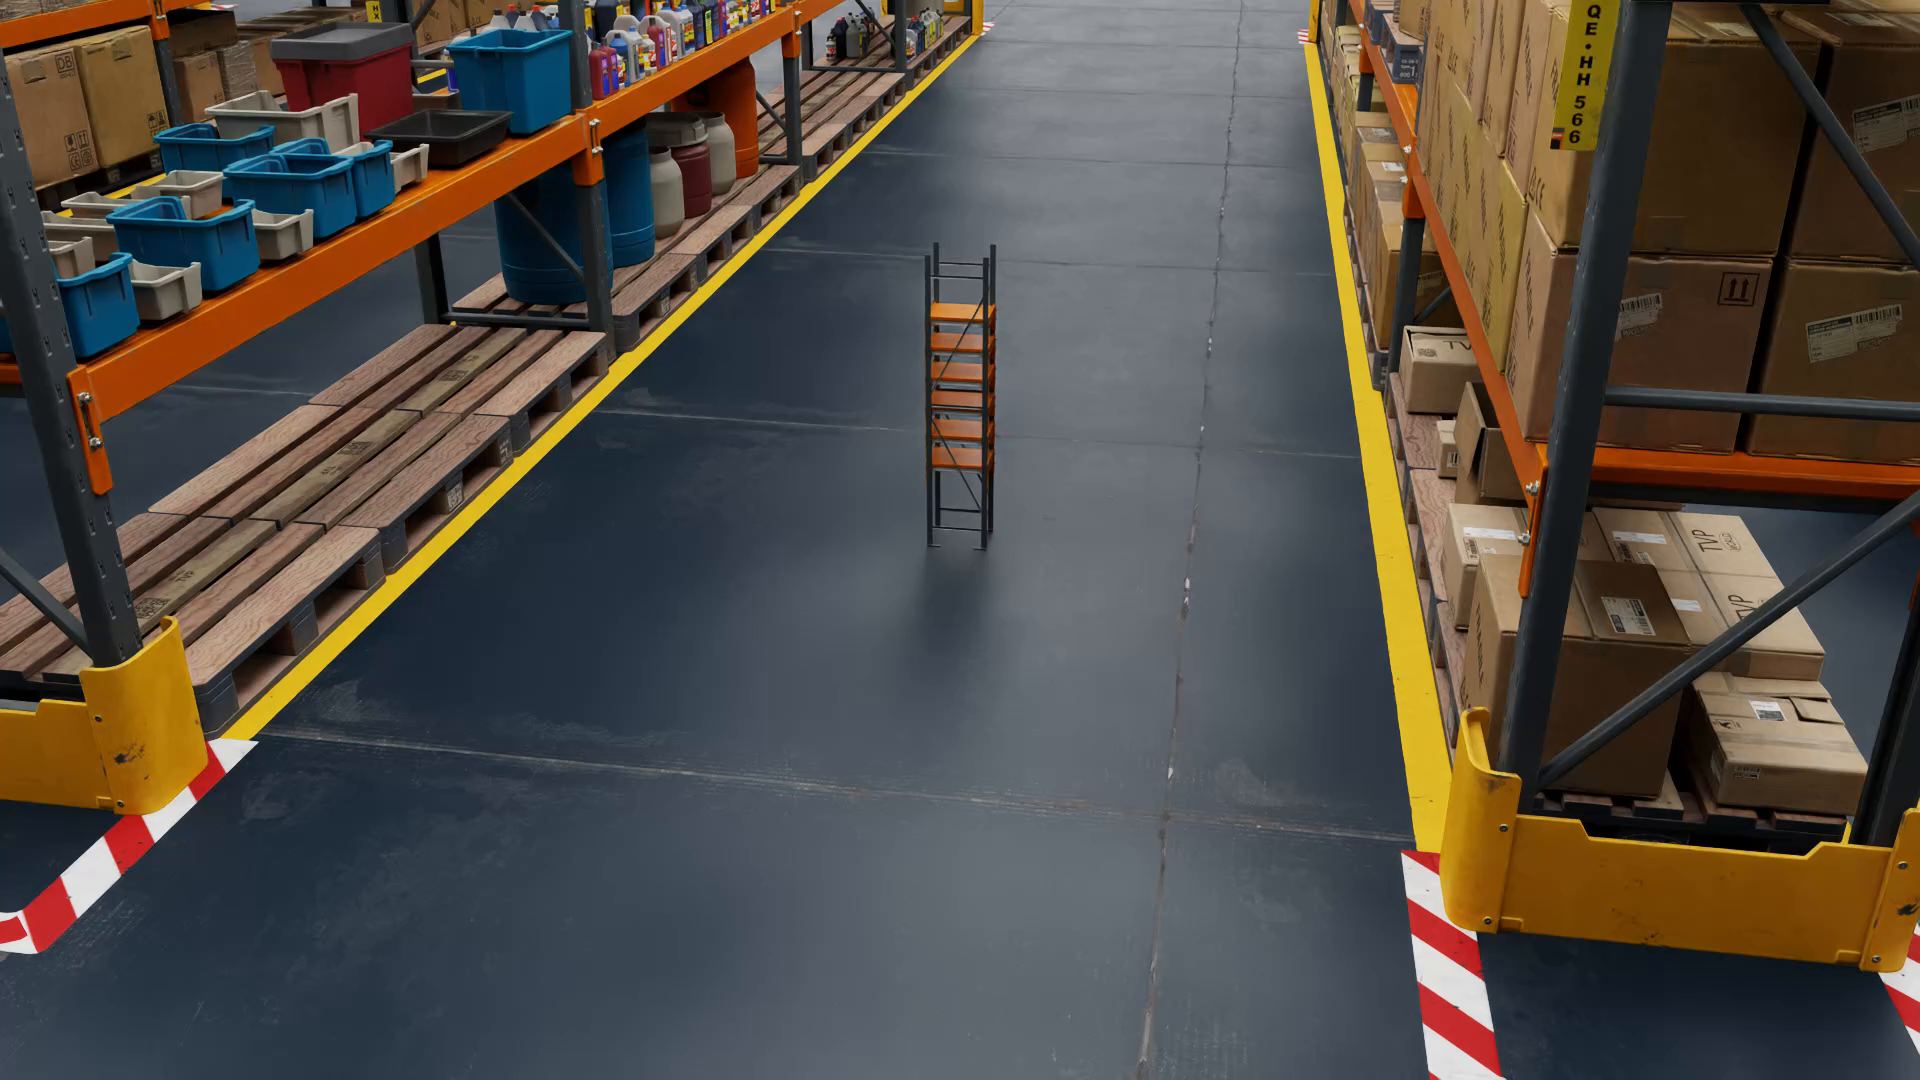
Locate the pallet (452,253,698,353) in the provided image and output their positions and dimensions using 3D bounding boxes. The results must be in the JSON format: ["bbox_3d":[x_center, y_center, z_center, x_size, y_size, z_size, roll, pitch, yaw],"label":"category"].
[{"bbox_3d":[-2.150,-1.380,9.449,1.003,0.211,1.213,4,25,9],"label":"pallet"}]

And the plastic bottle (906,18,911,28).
[{"bbox_3d":[-0.518,-5.200,17.015,0.152,0.276,0.135,4,25,9],"label":"plastic bottle"}]

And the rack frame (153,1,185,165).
[{"bbox_3d":[-6.550,-4.339,12.482,1.000,3.000,0.127,4,25,9],"label":"rack frame"}]

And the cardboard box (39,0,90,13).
[{"bbox_3d":[-6.473,-3.953,11.539,0.500,0.500,0.500,4,25,8],"label":"cardboard box"}]

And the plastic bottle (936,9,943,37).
[{"bbox_3d":[-0.225,-5.462,17.567,0.061,0.283,0.133,5,25,10],"label":"plastic bottle"}]

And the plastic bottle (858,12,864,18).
[{"bbox_3d":[-1.032,-5.384,17.413,0.097,0.271,0.097,0,25,0],"label":"plastic bottle"}]

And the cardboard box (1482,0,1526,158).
[{"bbox_3d":[1.879,-1.437,4.985,0.500,0.500,0.500,5,25,10],"label":"cardboard box"}]

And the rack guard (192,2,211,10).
[{"bbox_3d":[-10.115,-6.949,21.006,1.175,0.500,0.348,4,25,9],"label":"rack guard"}]

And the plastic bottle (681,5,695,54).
[{"bbox_3d":[-1.615,-3.004,9.781,0.097,0.271,0.097,0,25,0],"label":"plastic bottle"}]

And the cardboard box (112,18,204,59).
[{"bbox_3d":[-6.470,-4.028,13.363,0.500,0.250,0.500,5,26,11],"label":"cardboard box"}]

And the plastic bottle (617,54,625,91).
[{"bbox_3d":[-1.814,-2.462,8.707,0.097,0.201,0.097,0,25,0],"label":"plastic bottle"}]

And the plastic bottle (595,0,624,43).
[{"bbox_3d":[-2.138,-3.214,10.137,0.144,0.351,0.185,4,25,9],"label":"plastic bottle"}]

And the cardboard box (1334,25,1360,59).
[{"bbox_3d":[3.563,-4.368,14.629,0.500,0.311,0.500,4,25,9],"label":"cardboard box"}]

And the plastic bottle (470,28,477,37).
[{"bbox_3d":[-2.579,-2.558,8.813,0.061,0.283,0.133,4,25,9],"label":"plastic bottle"}]

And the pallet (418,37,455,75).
[{"bbox_3d":[-5.821,-5.033,17.253,1.003,0.211,1.213,4,25,9],"label":"pallet"}]

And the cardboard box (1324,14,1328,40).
[{"bbox_3d":[4.063,-5.315,17.314,0.500,0.250,0.500,4,25,9],"label":"cardboard box"}]

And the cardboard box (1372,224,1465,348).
[{"bbox_3d":[2.367,-1.272,8.359,0.500,0.500,0.500,4,25,8],"label":"cardboard box"}]

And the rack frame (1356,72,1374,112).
[{"bbox_3d":[3.223,-3.651,11.013,1.000,3.000,0.127,4,25,9],"label":"rack frame"}]

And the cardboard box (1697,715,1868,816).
[{"bbox_3d":[2.323,0.635,4.699,0.380,0.149,0.250,4,25,9],"label":"cardboard box"}]

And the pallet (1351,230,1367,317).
[{"bbox_3d":[2.862,-1.570,9.855,1.003,0.211,1.213,4,25,9],"label":"pallet"}]

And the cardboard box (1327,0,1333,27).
[{"bbox_3d":[3.975,-5.446,16.710,0.500,0.500,0.500,4,25,9],"label":"cardboard box"}]

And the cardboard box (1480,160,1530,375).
[{"bbox_3d":[1.801,-0.774,4.748,0.500,0.500,0.500,4,25,9],"label":"cardboard box"}]

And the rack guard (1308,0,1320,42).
[{"bbox_3d":[4.534,-5.875,18.712,1.175,0.500,0.348,4,25,9],"label":"rack guard"}]

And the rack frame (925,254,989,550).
[{"bbox_3d":[-0.013,-0.511,6.427,0.240,1.200,0.006,4,25,9],"label":"rack frame"}]

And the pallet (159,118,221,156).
[{"bbox_3d":[-6.421,-3.403,13.771,1.003,0.211,1.213,4,25,9],"label":"pallet"}]

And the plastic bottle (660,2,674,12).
[{"bbox_3d":[-1.741,-3.054,9.889,0.097,0.271,0.097,0,25,0],"label":"plastic bottle"}]

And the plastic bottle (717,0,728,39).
[{"bbox_3d":[-1.495,-3.267,10.328,0.061,0.283,0.133,4,25,9],"label":"plastic bottle"}]

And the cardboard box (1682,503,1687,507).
[{"bbox_3d":[2.633,-0.388,6.694,0.500,0.311,0.500,4,25,9],"label":"cardboard box"}]

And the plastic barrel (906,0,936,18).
[{"bbox_3d":[-0.470,-5.915,18.288,0.421,0.512,0.421,0,25,0],"label":"plastic barrel"}]

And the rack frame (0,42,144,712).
[{"bbox_3d":[-2.971,-0.650,4.601,1.000,3.000,0.127,4,25,9],"label":"rack frame"}]

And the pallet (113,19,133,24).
[{"bbox_3d":[-10.374,-5.960,19.233,1.003,0.211,1.213,4,25,9],"label":"pallet"}]

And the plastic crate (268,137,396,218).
[{"bbox_3d":[-2.342,-1.358,6.240,0.416,0.233,0.300,4,25,9],"label":"plastic crate"}]

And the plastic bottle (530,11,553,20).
[{"bbox_3d":[-2.408,-2.874,9.499,0.152,0.276,0.135,4,25,9],"label":"plastic bottle"}]

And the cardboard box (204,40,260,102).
[{"bbox_3d":[-6.382,-3.921,14.018,0.700,0.500,0.500,2,25,4],"label":"cardboard box"}]

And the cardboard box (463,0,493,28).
[{"bbox_3d":[-5.546,-5.970,18.420,0.500,0.500,0.500,6,26,13],"label":"cardboard box"}]

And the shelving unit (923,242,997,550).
[{"bbox_3d":[0.002,-0.549,6.509,0.258,1.200,0.189,4,25,9],"label":"shelving unit"}]

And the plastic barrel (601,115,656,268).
[{"bbox_3d":[-2.096,-2.086,9.647,0.600,0.901,0.708,4,25,9],"label":"plastic barrel"}]

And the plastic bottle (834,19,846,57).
[{"bbox_3d":[-1.189,-4.958,16.410,0.144,0.351,0.185,3,25,7],"label":"plastic bottle"}]

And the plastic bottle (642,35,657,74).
[{"bbox_3d":[-1.728,-2.682,9.175,0.097,0.201,0.097,0,25,0],"label":"plastic bottle"}]

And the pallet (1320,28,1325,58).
[{"bbox_3d":[4.446,-5.412,18.062,1.003,0.211,1.213,4,25,9],"label":"pallet"}]

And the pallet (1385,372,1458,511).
[{"bbox_3d":[2.456,-0.428,7.416,1.003,0.211,1.213,4,25,9],"label":"pallet"}]

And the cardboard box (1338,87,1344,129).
[{"bbox_3d":[3.315,-3.474,13.383,0.500,0.250,0.500,5,25,10],"label":"cardboard box"}]

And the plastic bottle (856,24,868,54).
[{"bbox_3d":[-1.007,-5.005,16.597,0.152,0.276,0.135,4,25,9],"label":"plastic bottle"}]

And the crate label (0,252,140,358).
[{"bbox_3d":[-2.606,-0.682,4.796,0.416,0.233,0.303,4,25,9],"label":"crate label"}]

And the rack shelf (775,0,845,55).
[{"bbox_3d":[-1.337,-4.507,13.689,1.077,0.370,4.000,4,25,9],"label":"rack shelf"}]

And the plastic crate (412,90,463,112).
[{"bbox_3d":[-2.534,-2.046,7.824,0.396,0.136,0.243,4,25,9],"label":"plastic crate"}]

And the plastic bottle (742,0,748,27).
[{"bbox_3d":[-1.431,-3.442,10.799,0.097,0.201,0.097,0,25,0],"label":"plastic bottle"}]

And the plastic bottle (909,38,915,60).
[{"bbox_3d":[-0.492,-4.789,16.225,0.097,0.201,0.097,0,25,0],"label":"plastic bottle"}]

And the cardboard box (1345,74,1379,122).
[{"bbox_3d":[3.144,-3.304,12.357,0.500,0.311,0.500,4,25,8],"label":"cardboard box"}]

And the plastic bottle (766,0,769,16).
[{"bbox_3d":[-1.346,-3.660,11.266,0.097,0.201,0.097,0,25,0],"label":"plastic bottle"}]

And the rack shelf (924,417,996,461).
[{"bbox_3d":[0.002,-0.401,6.578,0.258,0.103,0.180,4,25,9],"label":"rack shelf"}]

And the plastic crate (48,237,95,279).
[{"bbox_3d":[-3.016,-0.912,5.400,0.396,0.136,0.243,4,25,9],"label":"plastic crate"}]

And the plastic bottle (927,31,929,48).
[{"bbox_3d":[-0.368,-5.106,16.901,0.097,0.201,0.097,0,25,0],"label":"plastic bottle"}]

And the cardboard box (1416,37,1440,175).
[{"bbox_3d":[2.217,-1.829,7.002,0.500,0.500,0.500,5,25,10],"label":"cardboard box"}]

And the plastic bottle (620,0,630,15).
[{"bbox_3d":[-2.196,-3.452,10.820,0.097,0.201,0.097,0,25,0],"label":"plastic bottle"}]

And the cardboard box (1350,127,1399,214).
[{"bbox_3d":[2.786,-2.329,10.616,0.500,0.500,0.500,3,25,7],"label":"cardboard box"}]
